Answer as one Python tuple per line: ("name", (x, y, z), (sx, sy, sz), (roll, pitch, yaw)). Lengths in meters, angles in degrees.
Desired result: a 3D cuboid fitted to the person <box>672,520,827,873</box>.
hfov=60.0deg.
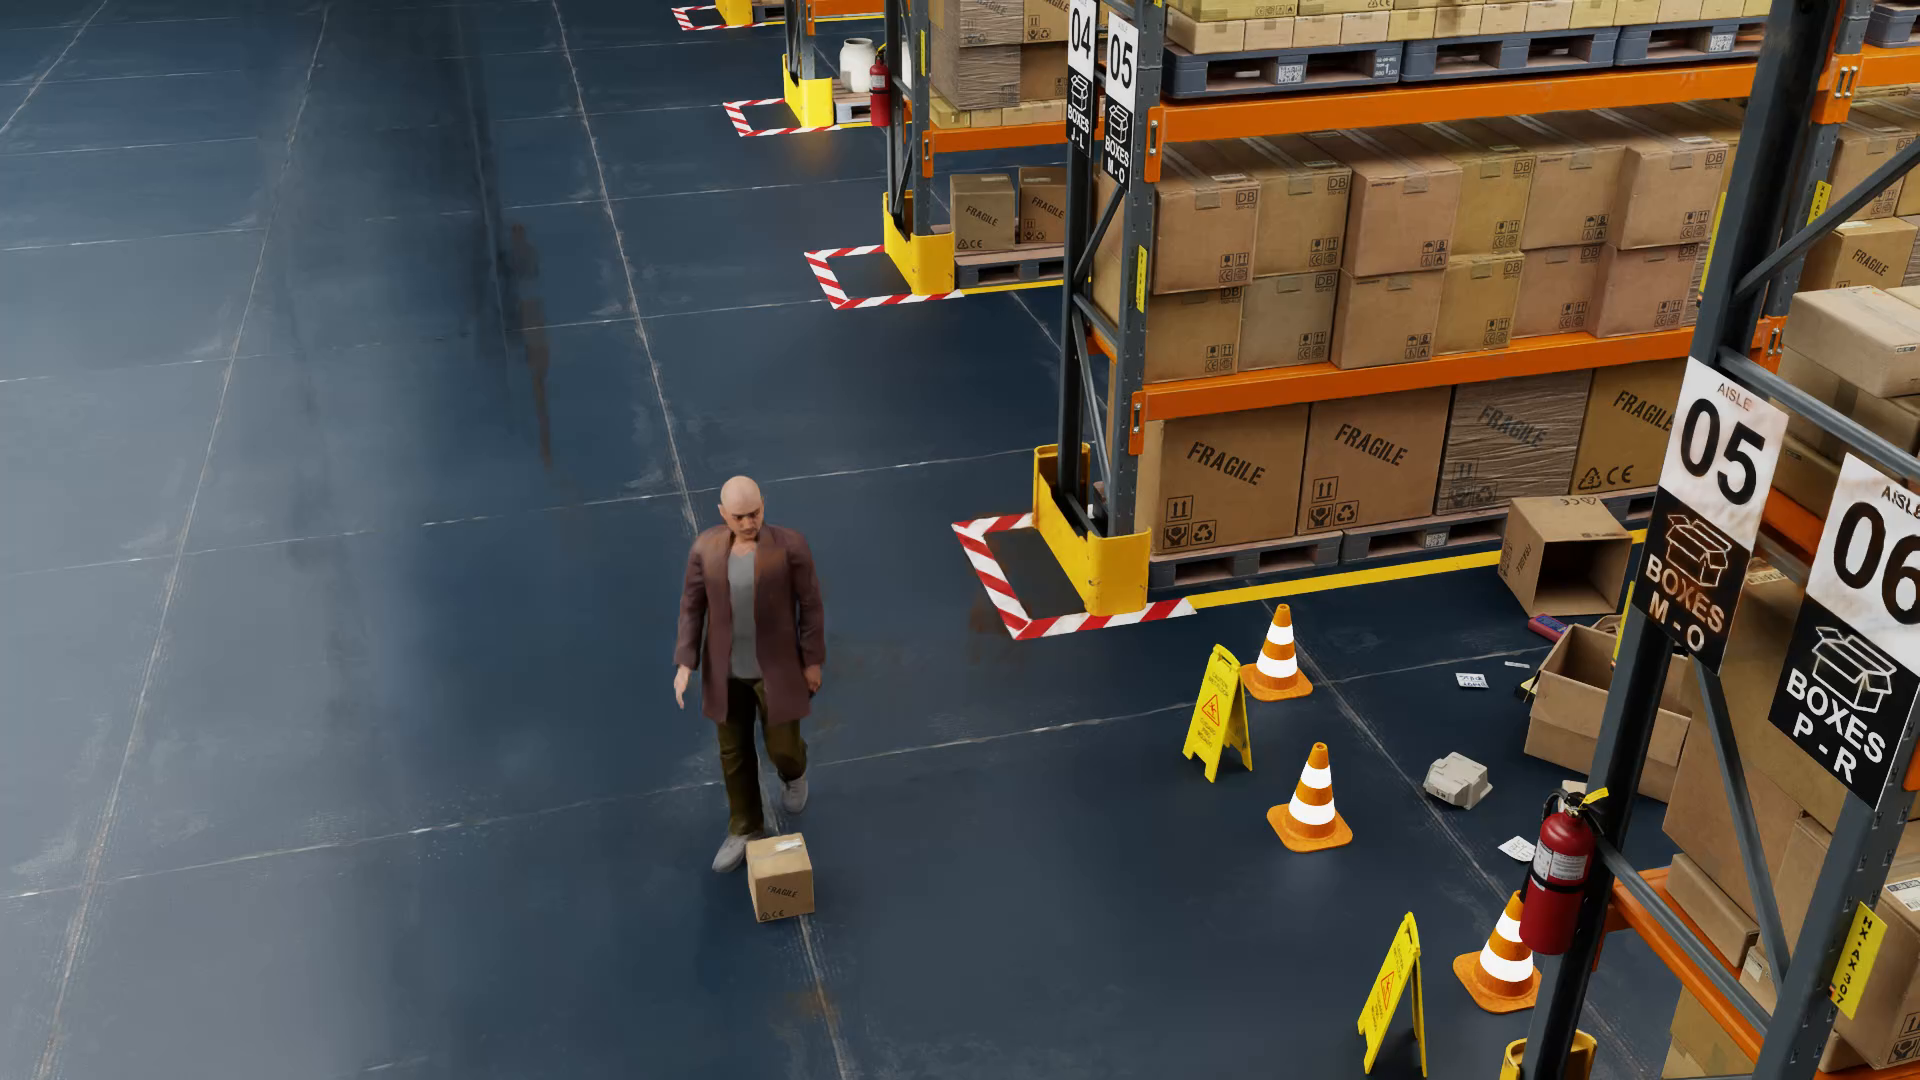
("person", (-0.920, 0.658, 7.305), (0.654, 1.559, 0.722), (4, 30, 8))
